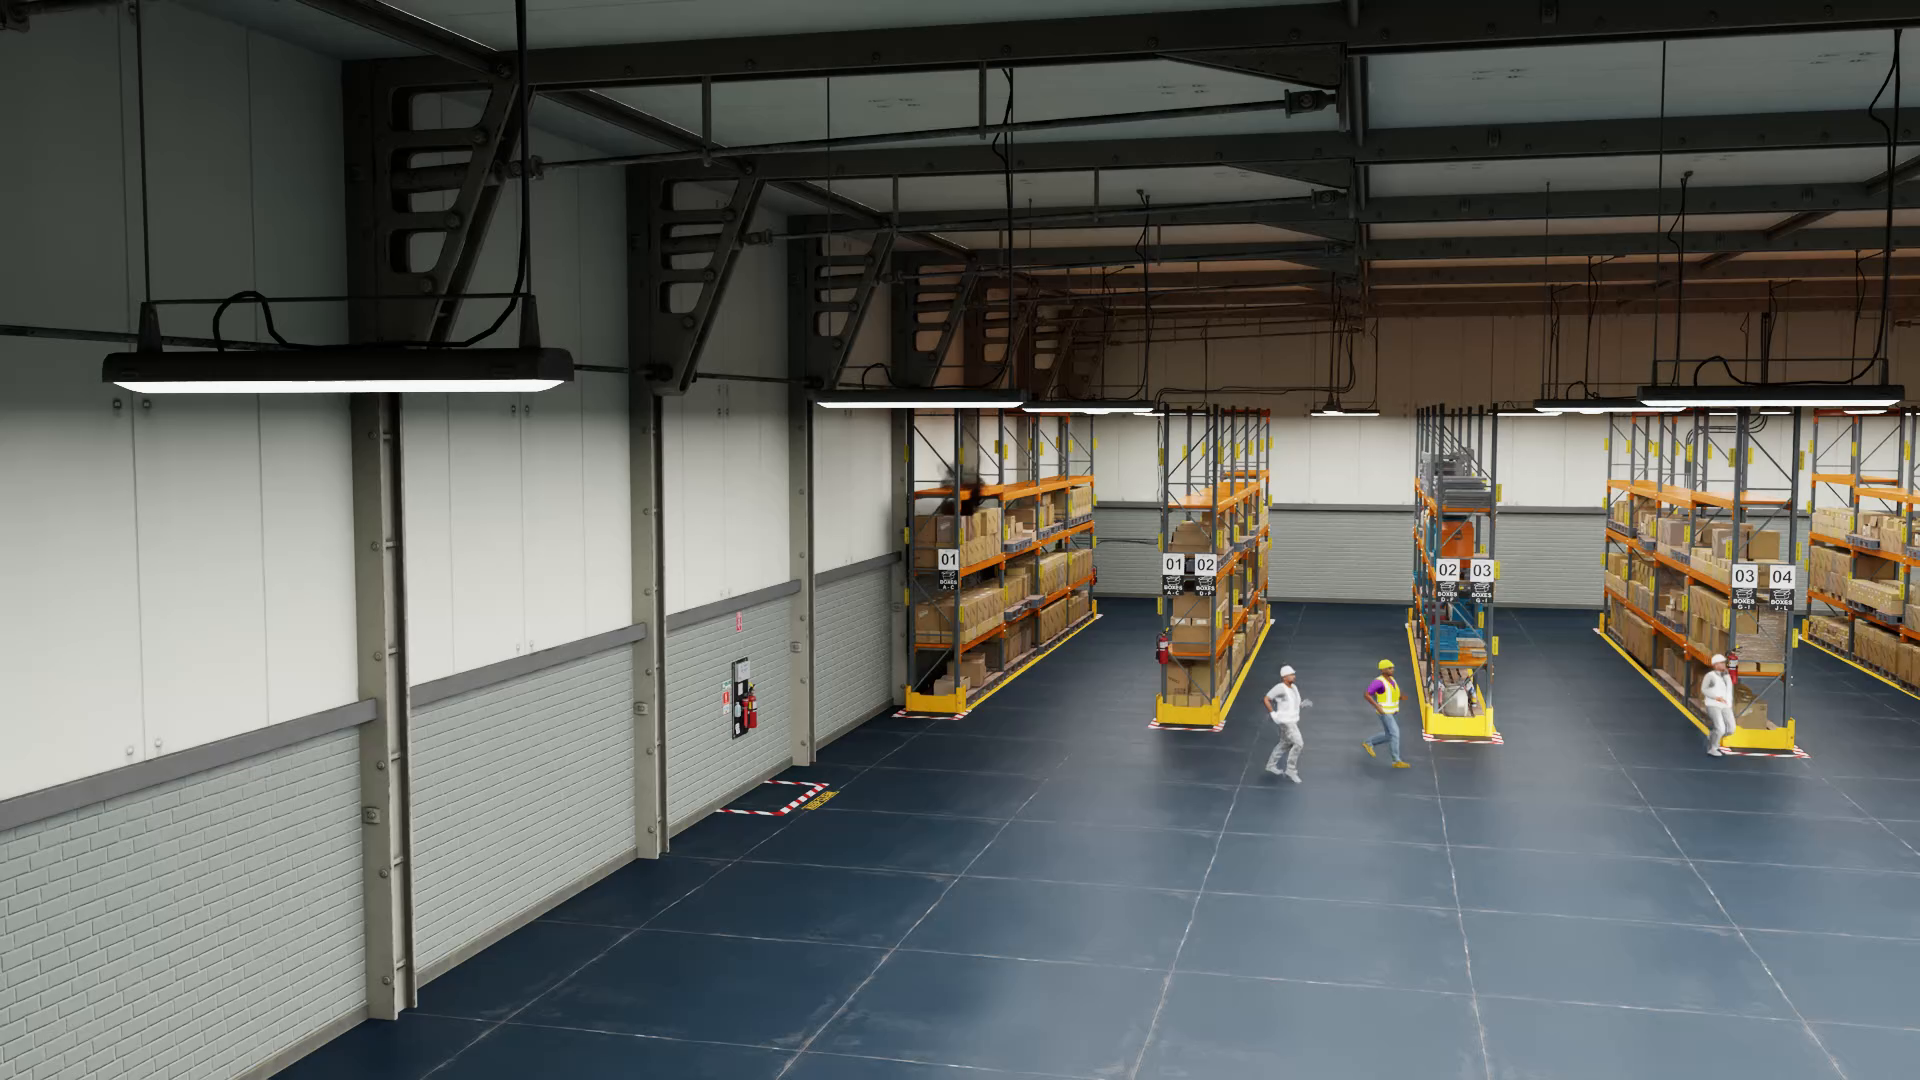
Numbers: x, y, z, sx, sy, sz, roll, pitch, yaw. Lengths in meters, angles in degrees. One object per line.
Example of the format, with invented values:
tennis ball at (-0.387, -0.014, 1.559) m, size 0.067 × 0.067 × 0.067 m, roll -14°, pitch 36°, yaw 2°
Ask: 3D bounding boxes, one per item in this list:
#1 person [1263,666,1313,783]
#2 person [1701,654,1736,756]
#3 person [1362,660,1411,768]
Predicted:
person at (5.199, 2.915, 26.338) m, size 0.760 × 1.843 × 0.657 m, roll 2°, pitch 5°, yaw 30°
person at (12.873, 2.799, 28.183) m, size 0.667 × 1.720 × 0.582 m, roll -2°, pitch 4°, yaw -21°
person at (7.030, 2.846, 27.423) m, size 0.931 × 1.747 × 0.713 m, roll 4°, pitch 6°, yaw 42°
